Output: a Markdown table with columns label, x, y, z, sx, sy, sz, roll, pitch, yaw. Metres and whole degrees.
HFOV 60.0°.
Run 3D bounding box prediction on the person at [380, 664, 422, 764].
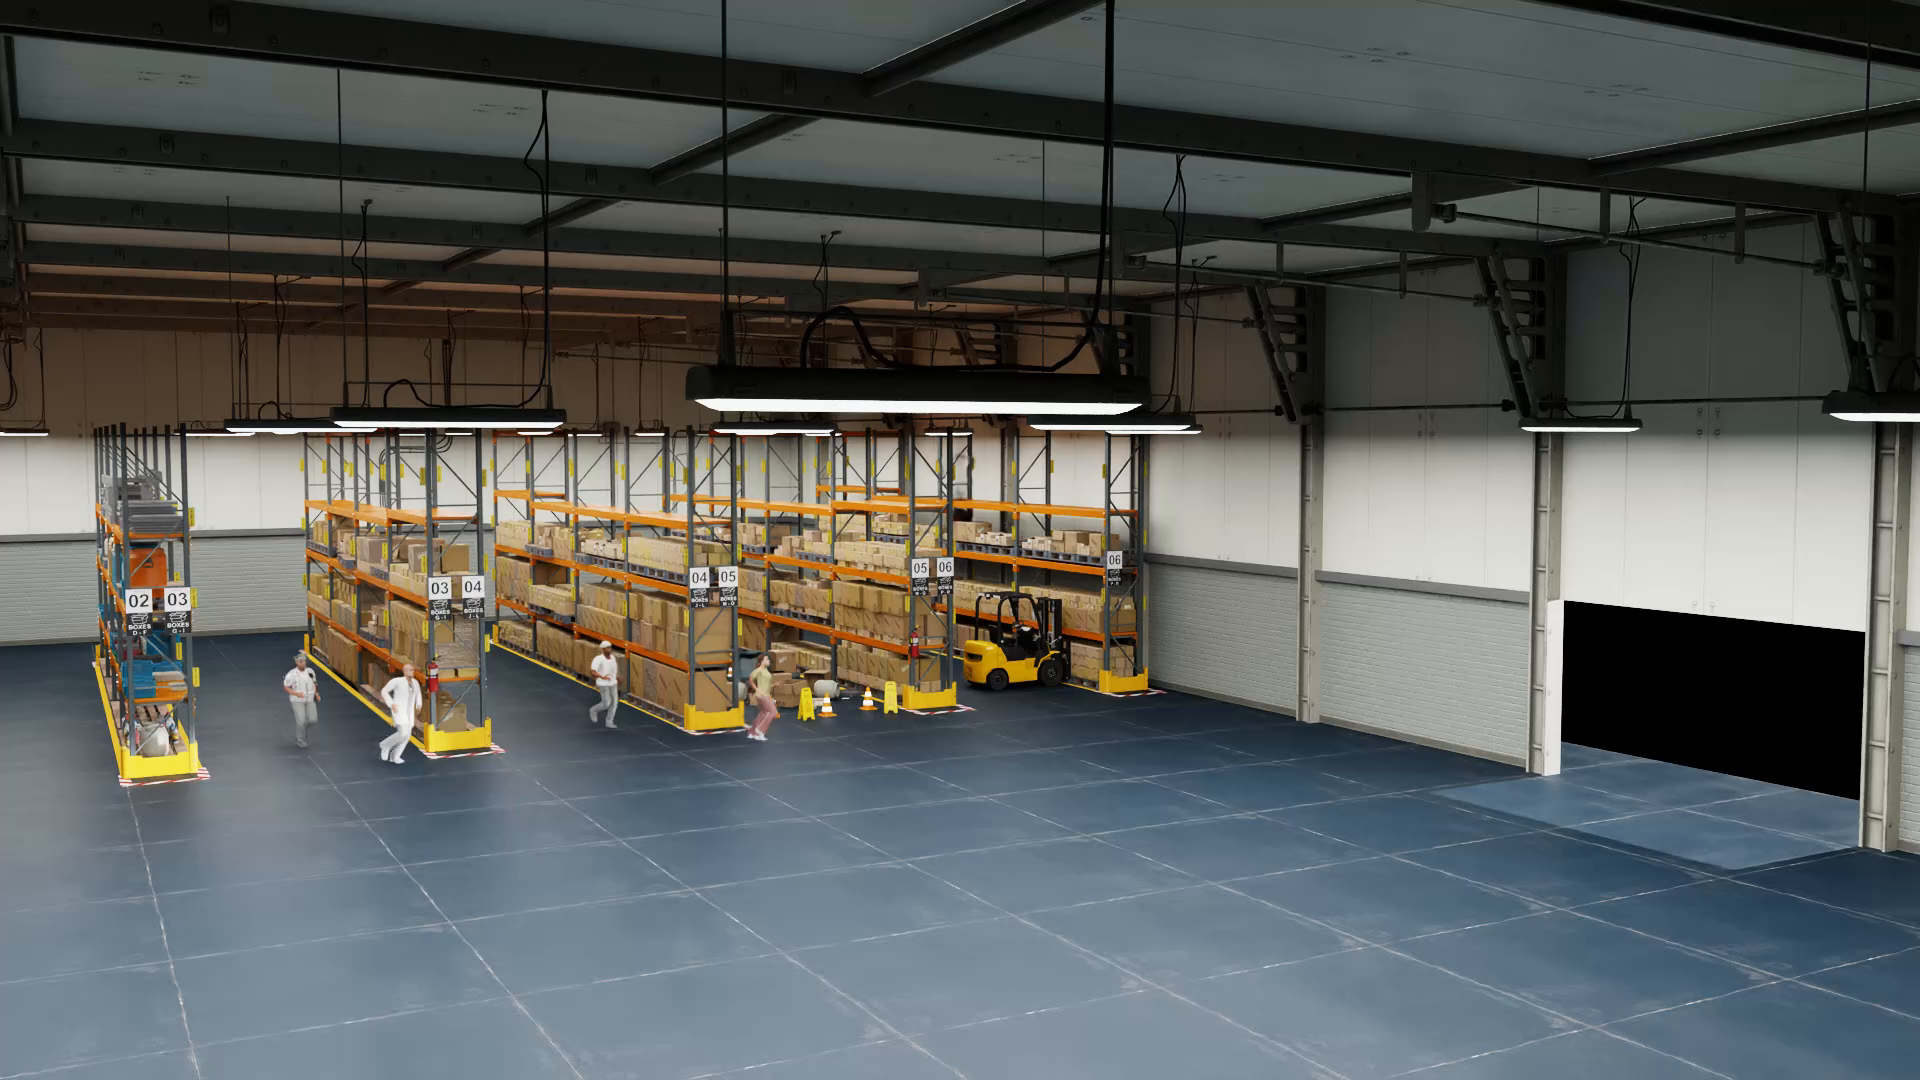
| label | x | y | z | sx | sy | sz | roll | pitch | yaw |
| --- | --- | --- | --- | --- | --- | --- | --- | --- | --- |
| person | -9.868 | 3.077 | 29.578 | 0.542 | 1.726 | 0.743 | 2 | 4 | 29 |

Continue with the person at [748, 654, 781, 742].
| label | x | y | z | sx | sy | sz | roll | pitch | yaw |
| --- | --- | --- | --- | --- | --- | --- | --- | --- | --- |
| person | -3.715 | 2.987 | 31.527 | 0.638 | 1.649 | 0.554 | 1 | 4 | 9 |

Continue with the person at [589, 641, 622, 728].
| label | x | y | z | sx | sy | sz | roll | pitch | yaw |
| --- | --- | --- | --- | --- | --- | --- | --- | --- | --- |
| person | -7.043 | 2.859 | 33.014 | 0.687 | 1.728 | 0.699 | 2 | 4 | 34 |

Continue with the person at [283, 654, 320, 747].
| label | x | y | z | sx | sy | sz | roll | pitch | yaw |
| --- | --- | --- | --- | --- | --- | --- | --- | --- | --- |
| person | -12.252 | 2.983 | 31.021 | 0.573 | 1.743 | 0.664 | 3 | 5 | 44 |
